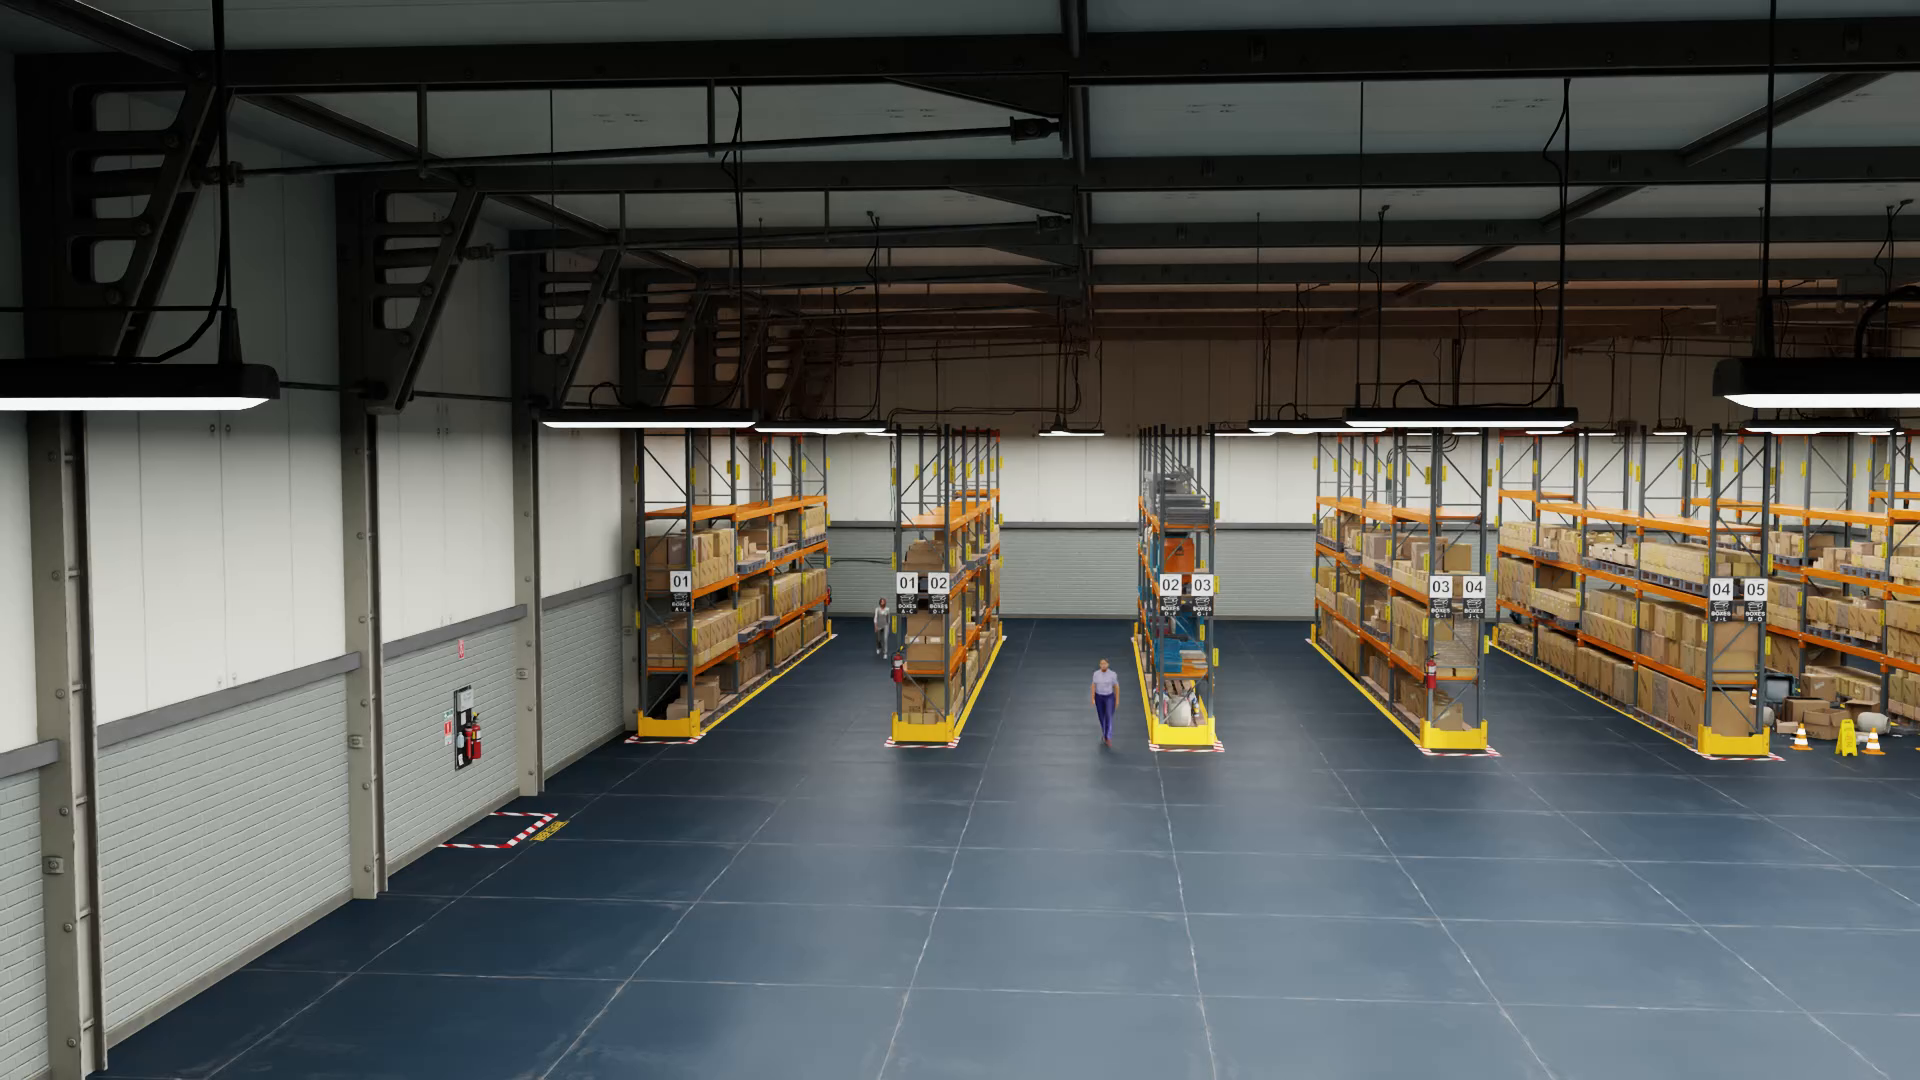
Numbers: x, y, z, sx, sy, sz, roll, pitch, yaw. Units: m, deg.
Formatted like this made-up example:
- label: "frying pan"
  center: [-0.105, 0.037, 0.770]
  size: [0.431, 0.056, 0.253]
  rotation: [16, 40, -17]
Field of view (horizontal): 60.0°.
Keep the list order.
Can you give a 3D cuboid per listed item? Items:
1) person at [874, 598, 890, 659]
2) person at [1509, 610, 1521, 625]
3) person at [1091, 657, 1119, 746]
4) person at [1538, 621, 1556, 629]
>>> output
- label: "person"
  center: [-2.030, 2.286, 43.427]
  size: [0.419, 1.549, 0.888]
  rotation: [0, 3, -4]
- label: "person"
  center: [16.516, 1.912, 49.253]
  size: [0.421, 1.590, 0.420]
  rotation: [-3, 5, -40]
- label: "person"
  center: [2.705, 3.002, 31.103]
  size: [0.539, 1.603, 0.923]
  rotation: [2, 4, 25]
- label: "person"
  center: [16.442, 2.005, 47.082]
  size: [0.502, 1.704, 1.086]
  rotation: [-3, 4, -39]
